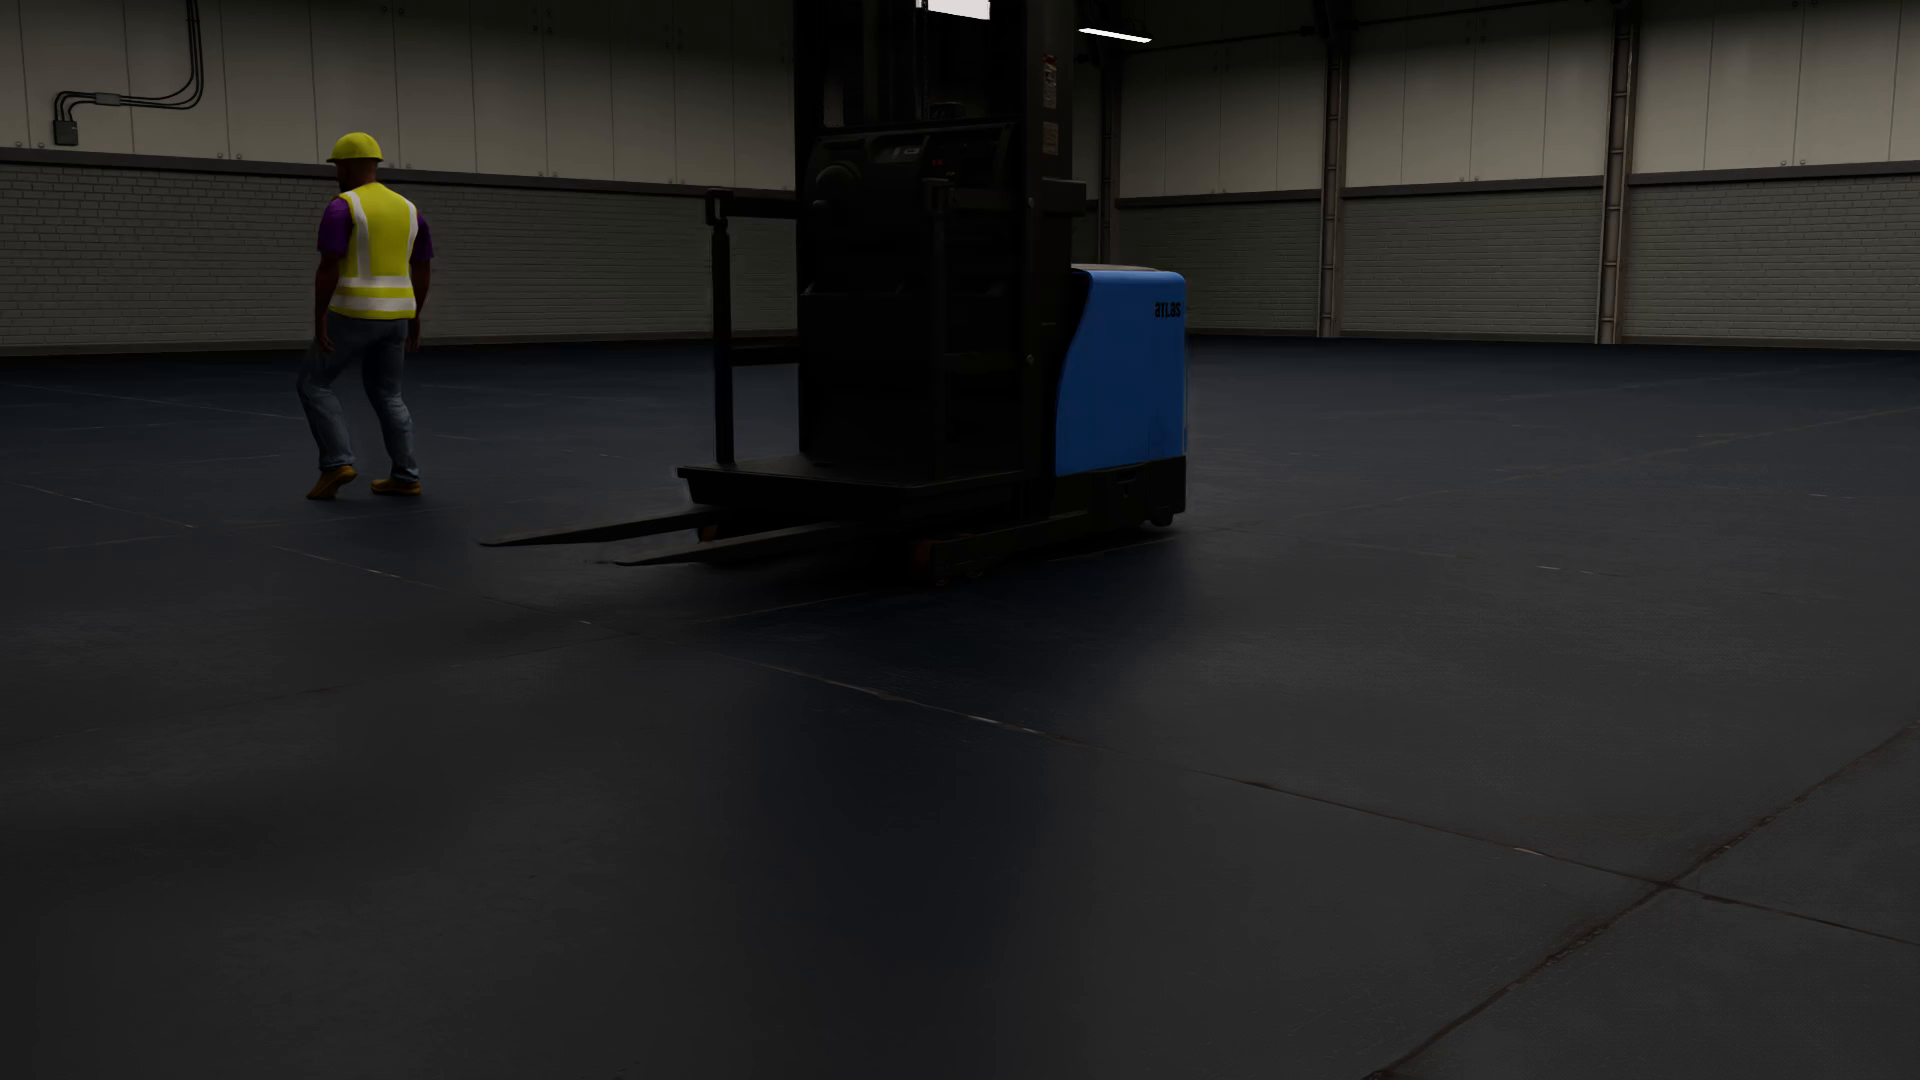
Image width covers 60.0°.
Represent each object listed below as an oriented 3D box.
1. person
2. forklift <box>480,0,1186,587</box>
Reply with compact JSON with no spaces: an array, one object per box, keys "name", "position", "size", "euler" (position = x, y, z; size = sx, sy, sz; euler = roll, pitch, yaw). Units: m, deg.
[{"name":"person","position":[-2.909,-1.068,8.098],"size":[0.496,1.786,0.677],"euler":[5,10,28]},{"name":"forklift","position":[-0.324,-1.371,5.977],"size":[1.130,2.935,3.031],"euler":[6,11,36]}]
